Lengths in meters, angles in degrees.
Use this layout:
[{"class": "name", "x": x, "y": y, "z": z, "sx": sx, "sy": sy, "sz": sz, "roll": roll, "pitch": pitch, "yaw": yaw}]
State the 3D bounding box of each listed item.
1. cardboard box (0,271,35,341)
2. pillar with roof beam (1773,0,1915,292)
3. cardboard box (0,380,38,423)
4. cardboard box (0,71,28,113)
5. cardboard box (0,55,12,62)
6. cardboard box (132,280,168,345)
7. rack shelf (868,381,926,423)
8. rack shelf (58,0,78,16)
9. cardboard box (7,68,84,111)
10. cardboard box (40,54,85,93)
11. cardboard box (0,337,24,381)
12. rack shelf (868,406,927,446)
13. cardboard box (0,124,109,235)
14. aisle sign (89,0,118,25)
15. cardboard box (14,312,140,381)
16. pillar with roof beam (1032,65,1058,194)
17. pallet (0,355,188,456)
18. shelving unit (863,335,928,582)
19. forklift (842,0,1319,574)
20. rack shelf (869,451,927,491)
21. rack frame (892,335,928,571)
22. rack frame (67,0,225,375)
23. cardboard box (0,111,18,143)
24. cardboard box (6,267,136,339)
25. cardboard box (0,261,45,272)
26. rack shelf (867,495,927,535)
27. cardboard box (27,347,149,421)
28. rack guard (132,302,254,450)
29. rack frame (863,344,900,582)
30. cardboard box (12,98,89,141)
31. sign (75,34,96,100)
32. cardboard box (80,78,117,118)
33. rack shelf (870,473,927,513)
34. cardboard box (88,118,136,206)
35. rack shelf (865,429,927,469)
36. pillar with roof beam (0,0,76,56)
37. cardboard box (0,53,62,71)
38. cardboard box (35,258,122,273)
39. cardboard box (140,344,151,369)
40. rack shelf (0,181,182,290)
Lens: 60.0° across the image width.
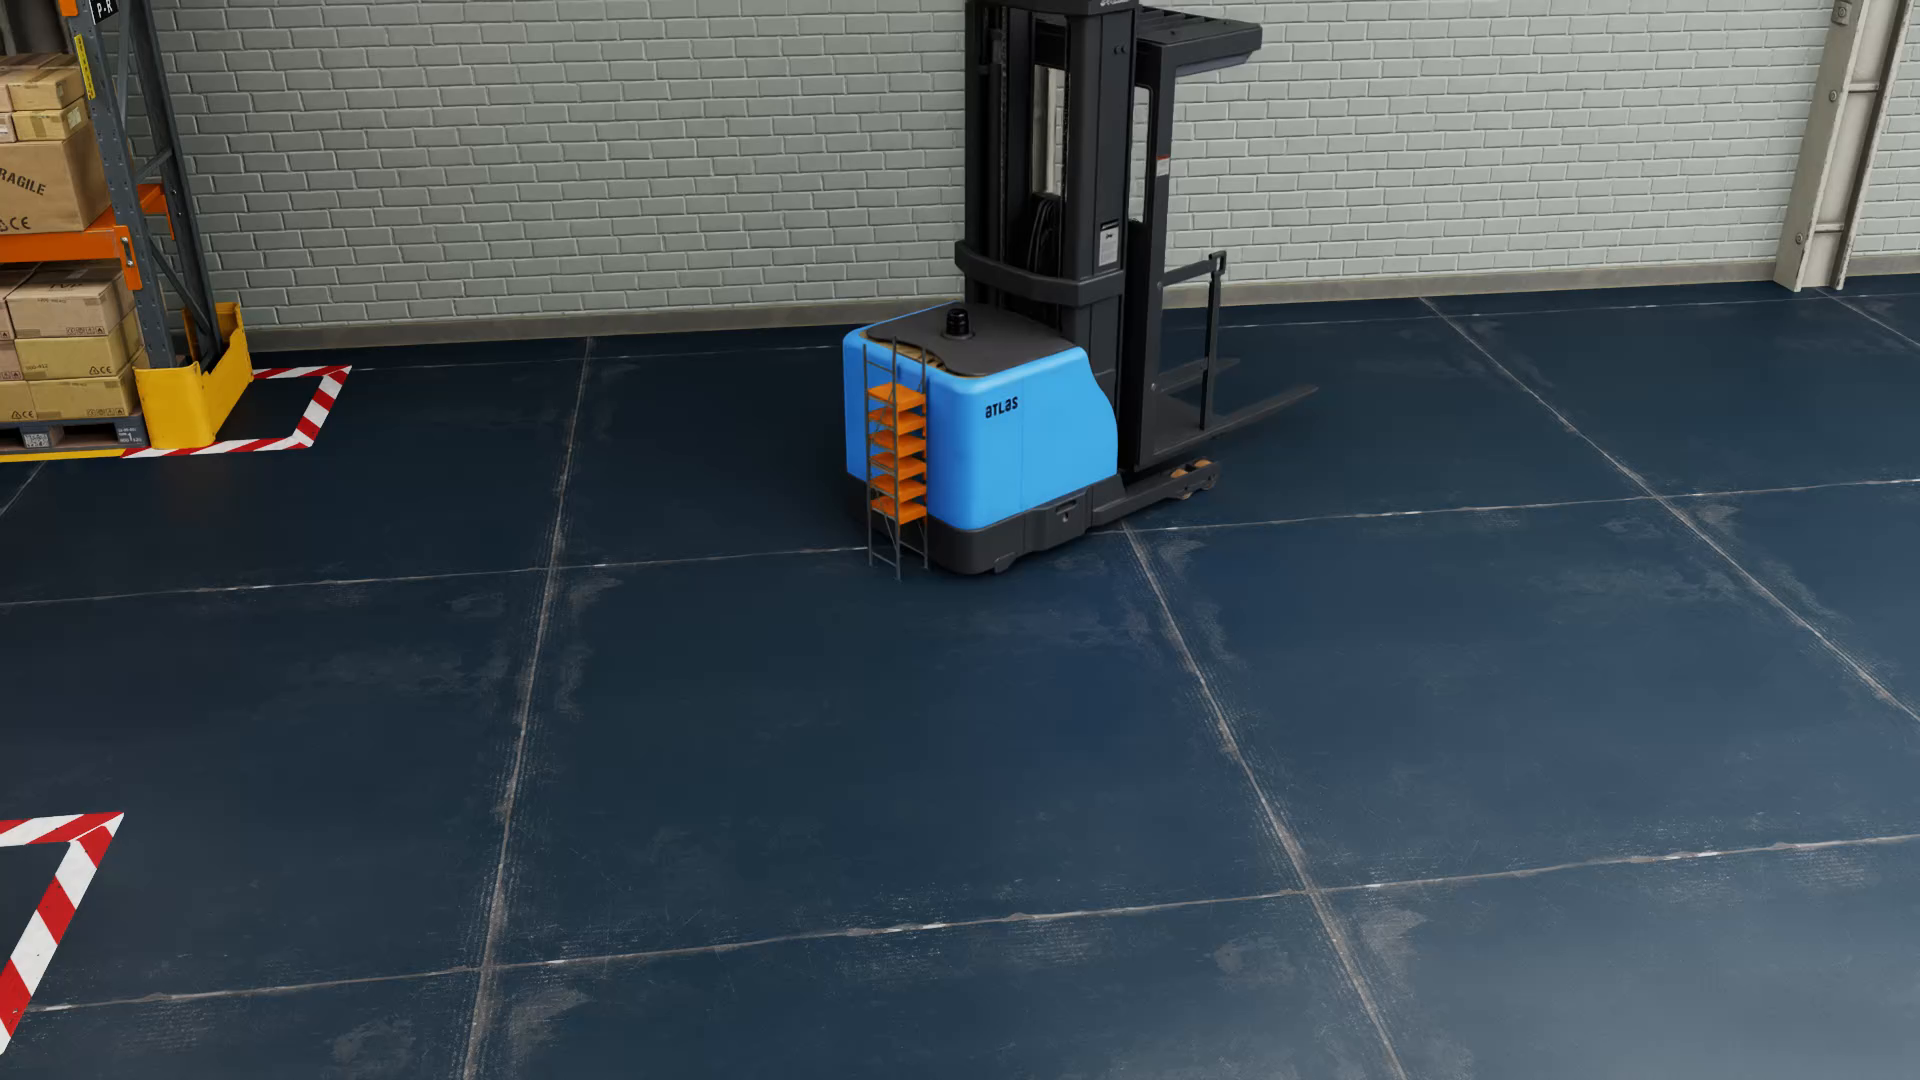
[{"class": "cardboard box", "x": -5.621, "y": -1.337, "z": 9.527, "sx": 0.500, "sy": 0.250, "sz": 0.500, "roll": -3, "pitch": 27, "yaw": -6}, {"class": "pillar with roof beam", "x": 6.964, "y": -3.984, "z": 6.656, "sx": 0.400, "sy": 9.000, "sz": 9.100, "roll": -4, "pitch": 27, "yaw": -7}, {"class": "cardboard box", "x": -5.619, "y": -0.898, "z": 9.766, "sx": 0.500, "sy": 0.250, "sz": 0.500, "roll": -4, "pitch": 27, "yaw": -7}, {"class": "cardboard box", "x": -5.269, "y": -2.452, "z": 9.097, "sx": 0.250, "sy": 0.149, "sz": 0.380, "roll": -4, "pitch": 27, "yaw": -7}, {"class": "cardboard box", "x": -5.590, "y": -2.650, "z": 9.483, "sx": 0.250, "sy": 0.149, "sz": 0.380, "roll": -3, "pitch": 27, "yaw": -6}, {"class": "cardboard box", "x": -5.199, "y": -1.384, "z": 10.166, "sx": 0.500, "sy": 0.250, "sz": 0.500, "roll": -3, "pitch": 27, "yaw": -6}, {"class": "rack shelf", "x": -0.315, "y": -0.673, "z": 8.056, "sx": 0.180, "sy": 0.103, "sz": 0.258, "roll": -22, "pitch": 34, "yaw": -36}, {"class": "rack shelf", "x": -6.685, "y": -3.021, "z": 8.855, "sx": 4.000, "sy": 0.370, "sz": 1.077, "roll": -4, "pitch": 27, "yaw": -7}, {"class": "cardboard box", "x": -5.029, "y": -2.482, "z": 9.155, "sx": 0.250, "sy": 0.149, "sz": 0.380, "roll": -4, "pitch": 27, "yaw": -7}, {"class": "cardboard box", "x": -5.066, "y": -2.675, "z": 9.531, "sx": 0.250, "sy": 0.149, "sz": 0.380, "roll": -4, "pitch": 27, "yaw": -8}, {"class": "cardboard box", "x": -5.641, "y": -1.121, "z": 9.653, "sx": 0.500, "sy": 0.250, "sz": 0.500, "roll": -4, "pitch": 27, "yaw": -8}, {"class": "rack shelf", "x": -0.315, "y": -0.566, "z": 8.110, "sx": 0.180, "sy": 0.103, "sz": 0.258, "roll": -22, "pitch": 34, "yaw": -36}, {"class": "cardboard box", "x": -5.155, "y": -2.029, "z": 9.308, "sx": 0.500, "sy": 0.500, "sz": 0.500, "roll": -4, "pitch": 27, "yaw": -8}, {"class": "aisle sign", "x": -4.598, "y": -3.162, "z": 8.780, "sx": 0.004, "sy": 0.787, "sz": 0.394, "roll": -4, "pitch": 27, "yaw": -7}, {"class": "cardboard box", "x": -5.142, "y": -1.148, "z": 9.706, "sx": 0.500, "sy": 0.250, "sz": 0.500, "roll": -4, "pitch": 27, "yaw": -8}, {"class": "pillar with roof beam", "x": 1.022, "y": -3.602, "z": 5.913, "sx": 0.400, "sy": 9.000, "sz": 9.100, "roll": -4, "pitch": 27, "yaw": -7}, {"class": "pallet", "x": -5.455, "y": -0.826, "z": 10.128, "sx": 1.213, "sy": 0.211, "sz": 1.003, "roll": -4, "pitch": 27, "yaw": -7}, {"class": "shelving unit", "x": -0.315, "y": -0.392, "z": 8.200, "sx": 0.189, "sy": 1.200, "sz": 0.258, "roll": -22, "pitch": 34, "yaw": -36}, {"class": "forklift", "x": 0.823, "y": -1.686, "z": 8.825, "sx": 3.031, "sy": 2.935, "sz": 1.130, "roll": -22, "pitch": 34, "yaw": -36}, {"class": "rack shelf", "x": -0.315, "y": -0.353, "z": 8.220, "sx": 0.180, "sy": 0.103, "sz": 0.258, "roll": -22, "pitch": 34, "yaw": -36}, {"class": "rack frame", "x": -0.246, "y": -0.420, "z": 8.254, "sx": 0.006, "sy": 1.200, "sz": 0.240, "roll": -22, "pitch": 34, "yaw": -36}, {"class": "rack frame", "x": -4.704, "y": -2.134, "z": 9.624, "sx": 0.127, "sy": 3.000, "sz": 1.000, "roll": -4, "pitch": 27, "yaw": -7}, {"class": "cardboard box", "x": -5.257, "y": -2.289, "z": 9.105, "sx": 0.250, "sy": 0.149, "sz": 0.380, "roll": -3, "pitch": 27, "yaw": -6}, {"class": "cardboard box", "x": -5.117, "y": -1.372, "z": 9.595, "sx": 0.500, "sy": 0.250, "sz": 0.500, "roll": -3, "pitch": 27, "yaw": -5}, {"class": "cardboard box", "x": -5.701, "y": -1.564, "z": 9.969, "sx": 0.500, "sy": 0.250, "sz": 0.500, "roll": -4, "pitch": 27, "yaw": -7}, {"class": "rack shelf", "x": -0.315, "y": -0.139, "z": 8.330, "sx": 0.180, "sy": 0.103, "sz": 0.258, "roll": -22, "pitch": 34, "yaw": -36}, {"class": "cardboard box", "x": -5.125, "y": -0.925, "z": 9.819, "sx": 0.500, "sy": 0.250, "sz": 0.500, "roll": -3, "pitch": 27, "yaw": -7}, {"class": "rack guard", "x": -4.680, "y": -1.024, "z": 10.197, "sx": 0.348, "sy": 0.500, "sz": 1.175, "roll": -4, "pitch": 27, "yaw": -7}, {"class": "rack frame", "x": -0.383, "y": -0.364, "z": 8.146, "sx": 0.006, "sy": 1.200, "sz": 0.240, "roll": -22, "pitch": 34, "yaw": -36}, {"class": "cardboard box", "x": -5.008, "y": -2.319, "z": 9.163, "sx": 0.250, "sy": 0.149, "sz": 0.380, "roll": -3, "pitch": 27, "yaw": -6}, {"class": "sign", "x": -4.642, "y": -2.509, "z": 8.825, "sx": 0.005, "sy": 0.325, "sz": 0.100, "roll": -4, "pitch": 27, "yaw": -7}, {"class": "cardboard box", "x": -5.076, "y": -2.563, "z": 9.639, "sx": 0.250, "sy": 0.149, "sz": 0.380, "roll": -4, "pitch": 27, "yaw": -8}, {"class": "rack shelf", "x": -0.315, "y": -0.246, "z": 8.275, "sx": 0.180, "sy": 0.103, "sz": 0.258, "roll": -22, "pitch": 34, "yaw": -36}, {"class": "cardboard box", "x": -5.233, "y": -2.273, "z": 9.784, "sx": 0.500, "sy": 0.500, "sz": 0.500, "roll": -3, "pitch": 27, "yaw": -5}, {"class": "rack shelf", "x": -0.315, "y": -0.459, "z": 8.165, "sx": 0.180, "sy": 0.103, "sz": 0.258, "roll": -22, "pitch": 34, "yaw": -36}, {"class": "pillar with roof beam", "x": -4.919, "y": -3.220, "z": 5.169, "sx": 0.400, "sy": 9.000, "sz": 9.100, "roll": -4, "pitch": 27, "yaw": -7}, {"class": "cardboard box", "x": -5.338, "y": -2.686, "z": 9.554, "sx": 0.250, "sy": 0.149, "sz": 0.380, "roll": -3, "pitch": 27, "yaw": -5}, {"class": "cardboard box", "x": -5.206, "y": -1.598, "z": 10.034, "sx": 0.500, "sy": 0.250, "sz": 0.500, "roll": -4, "pitch": 27, "yaw": -8}, {"class": "cardboard box", "x": -5.218, "y": -1.155, "z": 10.267, "sx": 0.500, "sy": 0.250, "sz": 0.500, "roll": -4, "pitch": 27, "yaw": -7}, {"class": "rack shelf", "x": -6.685, "y": -1.687, "z": 9.540, "sx": 4.000, "sy": 0.370, "sz": 1.077, "roll": -4, "pitch": 27, "yaw": -7}]
